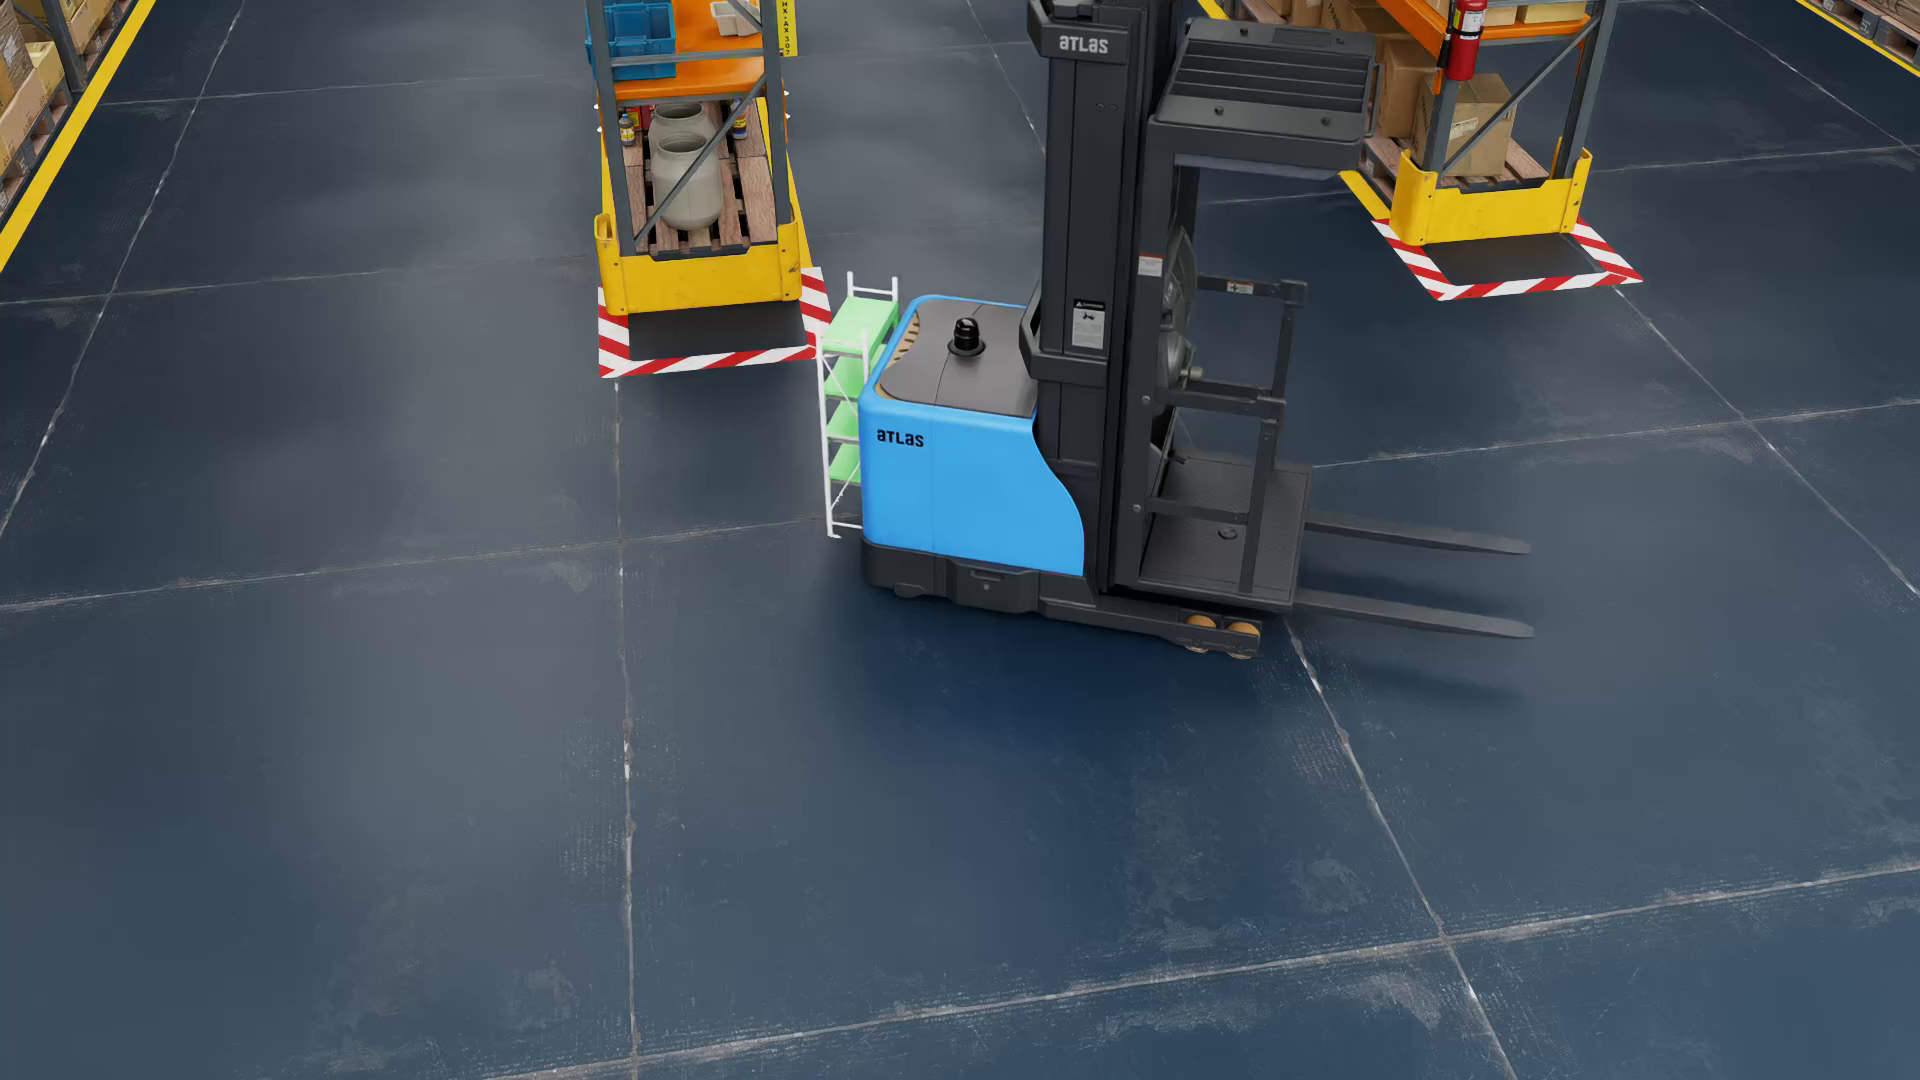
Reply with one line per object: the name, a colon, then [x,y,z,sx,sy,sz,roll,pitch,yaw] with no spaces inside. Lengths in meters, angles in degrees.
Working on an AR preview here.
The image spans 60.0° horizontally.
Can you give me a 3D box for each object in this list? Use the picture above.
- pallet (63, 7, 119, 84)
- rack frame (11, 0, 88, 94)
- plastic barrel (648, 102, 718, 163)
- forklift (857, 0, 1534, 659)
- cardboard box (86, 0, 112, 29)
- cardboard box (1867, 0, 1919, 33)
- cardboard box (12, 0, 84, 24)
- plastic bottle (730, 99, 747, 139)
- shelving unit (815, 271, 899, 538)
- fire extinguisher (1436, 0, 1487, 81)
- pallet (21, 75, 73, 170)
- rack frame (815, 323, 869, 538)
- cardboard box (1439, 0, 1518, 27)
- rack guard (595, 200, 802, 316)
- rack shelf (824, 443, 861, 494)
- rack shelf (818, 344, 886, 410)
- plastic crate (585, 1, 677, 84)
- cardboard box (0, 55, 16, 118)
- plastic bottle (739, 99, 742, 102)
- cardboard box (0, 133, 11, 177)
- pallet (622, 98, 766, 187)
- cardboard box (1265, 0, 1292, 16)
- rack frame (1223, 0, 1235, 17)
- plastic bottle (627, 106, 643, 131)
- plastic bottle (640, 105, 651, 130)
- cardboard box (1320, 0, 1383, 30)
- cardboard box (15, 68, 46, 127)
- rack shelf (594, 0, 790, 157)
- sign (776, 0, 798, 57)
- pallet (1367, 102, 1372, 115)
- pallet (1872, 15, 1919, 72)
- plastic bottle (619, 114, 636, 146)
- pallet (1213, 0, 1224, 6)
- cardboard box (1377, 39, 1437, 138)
pallet: [-7.236,-3.860,12.946,1.003,0.211,1.213,-6,38,-8]
rack frame: [-7.068,-4.520,11.523,1.000,3.000,0.127,-6,38,-8]
plastic barrel: [-1.768,-2.510,10.621,0.421,0.512,0.421,0,38,0]
forklift: [1.112,-0.985,7.029,3.031,2.935,1.130,9,39,11]
cardboard box: [-6.983,-4.179,12.983,0.500,0.250,0.500,-5,38,-7]
cardboard box: [7.789,-4.451,12.824,0.875,0.875,0.875,-6,38,-8]
cardboard box: [-6.895,-4.098,12.422,0.500,0.311,0.500,-6,38,-8]
plastic bottle: [-1.501,-2.860,11.251,0.097,0.271,0.097,0,38,0]
shelving unit: [-0.471,-0.623,7.973,0.258,1.200,0.503,9,39,11]
fire extinguisher: [2.953,-3.018,9.653,0.296,0.674,0.183,-6,38,-8]
pallet: [-6.970,-2.934,11.755,1.003,0.211,1.213,-6,38,-8]
rack frame: [-0.530,-0.477,7.786,0.240,1.200,0.015,9,39,11]
cardboard box: [3.134,-3.218,10.052,0.380,0.149,0.250,-6,38,-8]
rack guard: [-1.549,-1.688,9.916,1.175,0.500,0.348,-6,38,-8]
rack shelf: [-0.471,-0.383,8.160,0.258,0.148,0.480,9,39,11]
rack shelf: [-0.471,-0.762,7.865,0.258,0.148,0.480,9,39,11]
plastic crate: [-1.872,-2.846,9.490,0.499,0.251,0.616,-6,38,-8]
cardboard box: [-6.604,-3.035,10.899,0.500,0.500,0.500,-6,38,-8]
plastic bottle: [-1.522,-3.003,11.426,0.061,0.283,0.133,-6,38,-7]
cardboard box: [-6.503,-2.438,10.742,0.500,0.250,0.500,-6,38,-8]
pallet: [-1.897,-2.801,11.583,1.003,0.211,1.213,-6,38,-8]
cardboard box: [2.716,-4.516,13.213,0.500,0.500,0.500,-7,38,-9]
rack frame: [2.685,-5.583,12.892,1.000,3.000,0.127,-6,38,-8]
plastic bottle: [-2.260,-2.950,11.364,0.152,0.276,0.135,-6,38,-8]
plastic bottle: [-2.156,-2.965,11.377,0.061,0.283,0.133,-6,38,-8]
cardboard box: [3.010,-3.804,12.297,0.500,0.500,0.500,-9,39,-12]
cardboard box: [-6.694,-3.040,11.518,0.500,0.250,0.500,-6,38,-8]
rack shelf: [-1.840,-3.559,10.872,1.077,0.370,4.000,-6,38,-8]
sign: [-0.947,-2.800,9.084,0.100,0.325,0.005,-6,38,-8]
pallet: [3.055,-3.342,12.279,1.003,0.211,1.213,-6,38,-8]
pallet: [7.860,-3.748,12.803,1.003,0.211,1.213,-6,38,-8]
plastic bottle: [-2.243,-2.765,11.187,0.097,0.201,0.097,0,38,0]
pallet: [2.547,-4.952,14.352,1.003,0.211,1.213,-6,38,-8]
cardboard box: [3.155,-3.082,11.368,0.500,0.500,0.500,3,38,4]
